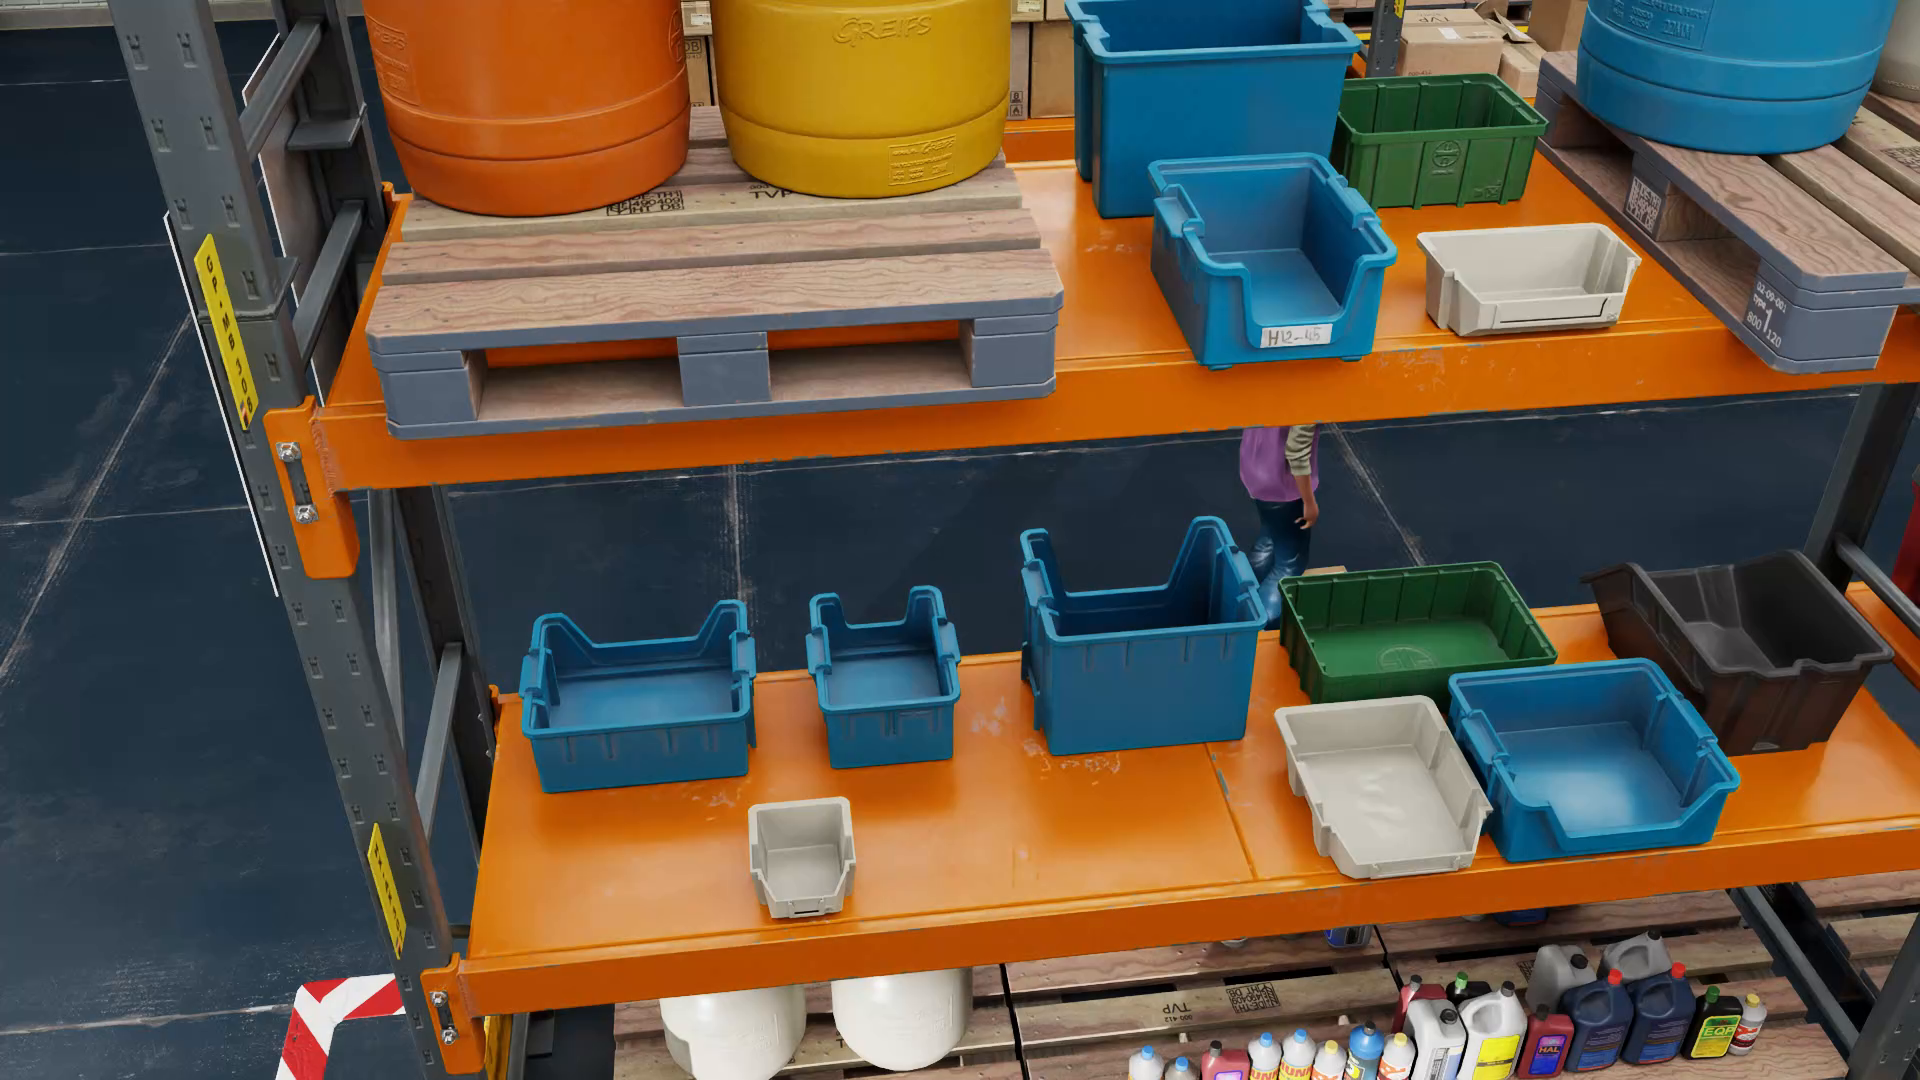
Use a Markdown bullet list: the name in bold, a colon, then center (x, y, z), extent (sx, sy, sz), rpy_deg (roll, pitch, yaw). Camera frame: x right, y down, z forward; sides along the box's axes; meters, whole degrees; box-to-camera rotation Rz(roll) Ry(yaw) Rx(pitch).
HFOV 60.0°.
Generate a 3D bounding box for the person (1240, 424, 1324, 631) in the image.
- **person**: center (1.269, -0.234, 6.485), extent (0.343, 1.593, 0.461), rpy_deg (-4, 35, -6)
